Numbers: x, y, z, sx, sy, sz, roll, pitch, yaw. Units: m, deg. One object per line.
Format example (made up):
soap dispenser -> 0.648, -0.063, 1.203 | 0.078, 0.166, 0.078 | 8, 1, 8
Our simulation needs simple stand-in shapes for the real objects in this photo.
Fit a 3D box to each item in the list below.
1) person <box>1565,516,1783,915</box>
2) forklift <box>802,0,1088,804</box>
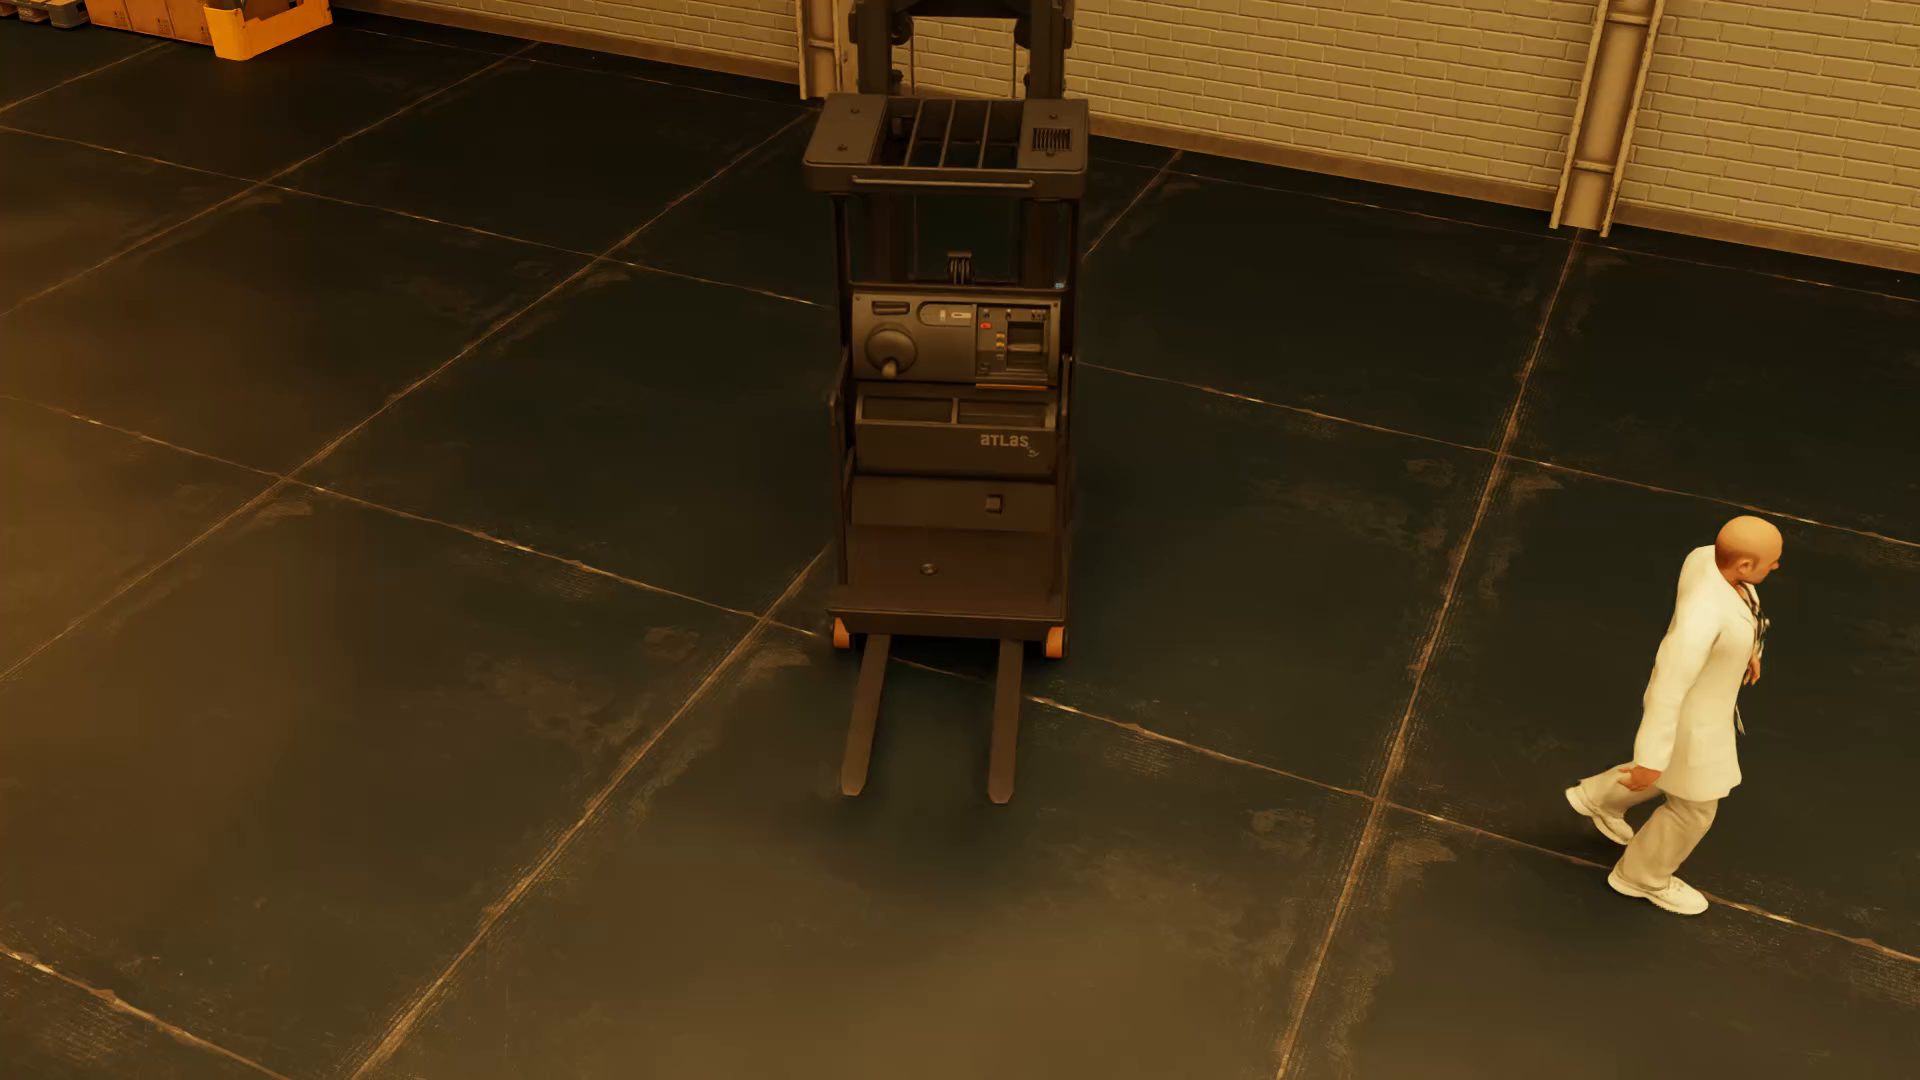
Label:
person -> 2.694, 0.636, 6.207 | 0.597, 1.760, 0.826 | 12, 37, 16
forklift -> -0.032, -0.836, 7.259 | 1.130, 2.935, 3.031 | 2, 36, 3
